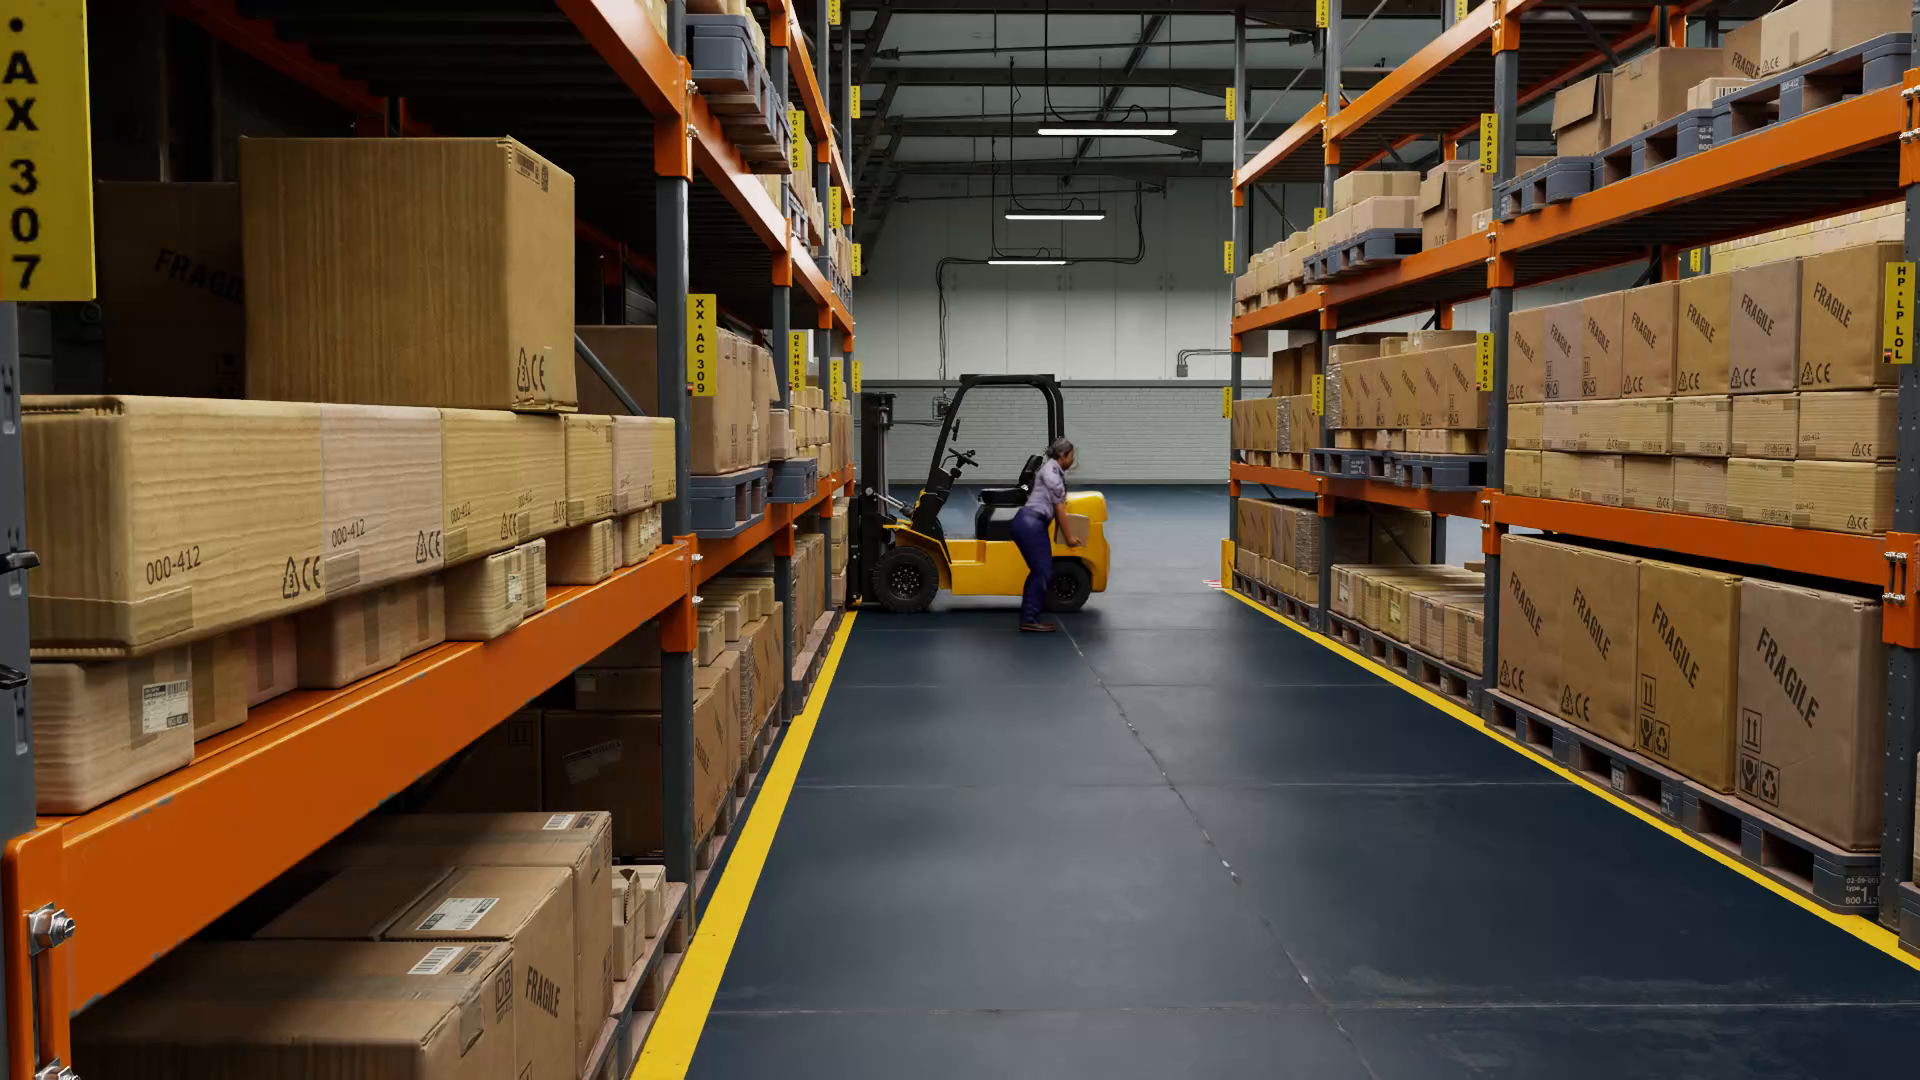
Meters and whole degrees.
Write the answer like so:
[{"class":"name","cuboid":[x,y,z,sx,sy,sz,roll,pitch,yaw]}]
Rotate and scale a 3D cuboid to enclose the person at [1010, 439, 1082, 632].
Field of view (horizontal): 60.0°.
[{"class":"person","cuboid":[0.708,-0.042,13.753,0.583,1.588,0.441,0,4,-2]}]
